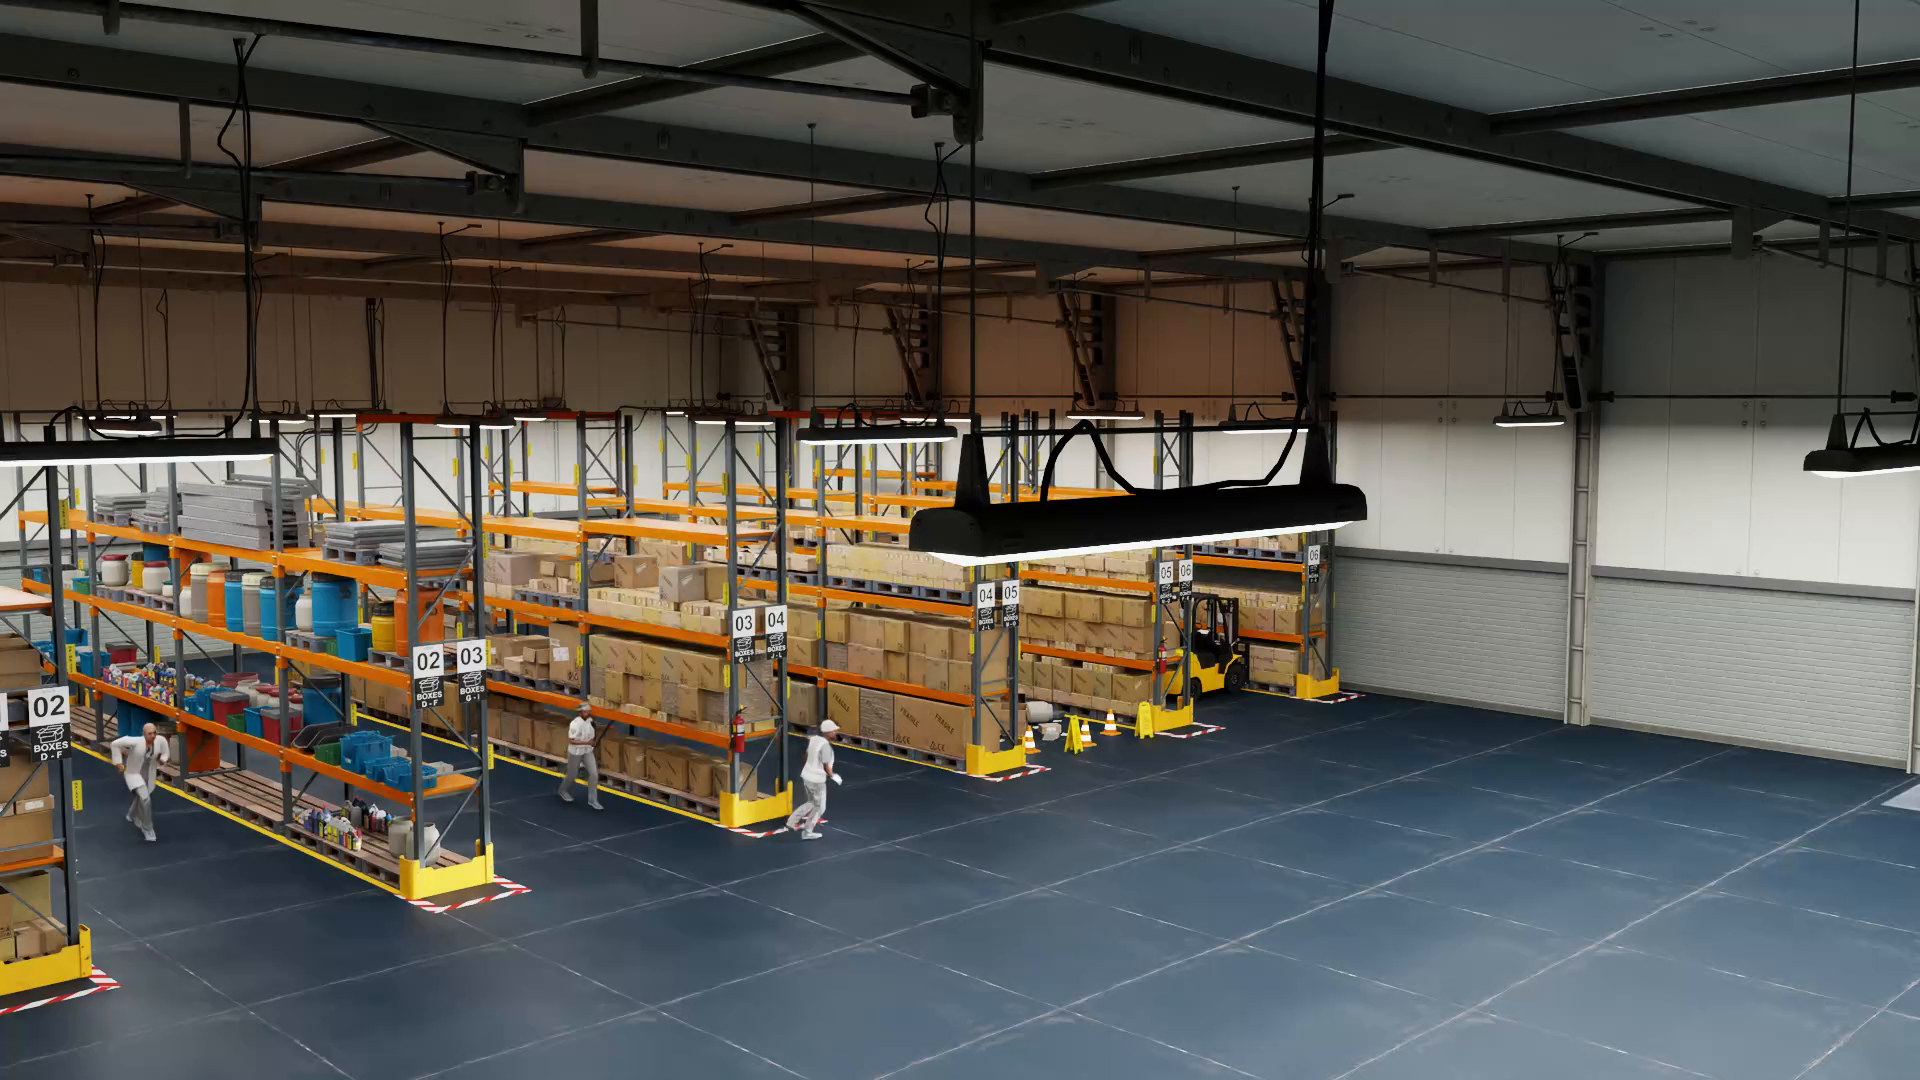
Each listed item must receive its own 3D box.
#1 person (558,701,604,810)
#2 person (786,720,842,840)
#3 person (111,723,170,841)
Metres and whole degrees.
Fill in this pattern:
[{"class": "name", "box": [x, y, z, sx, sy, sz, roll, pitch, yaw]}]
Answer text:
[{"class": "person", "box": [-5.849, 3.281, 25.567, 0.964, 1.676, 0.584, 4, 6, 40]}, {"class": "person", "box": [-2.094, 3.422, 23.720, 0.770, 1.703, 0.674, -2, 5, -25]}, {"class": "person", "box": [-11.785, 3.449, 23.877, 1.065, 1.747, 0.760, 5, 7, 44]}]
